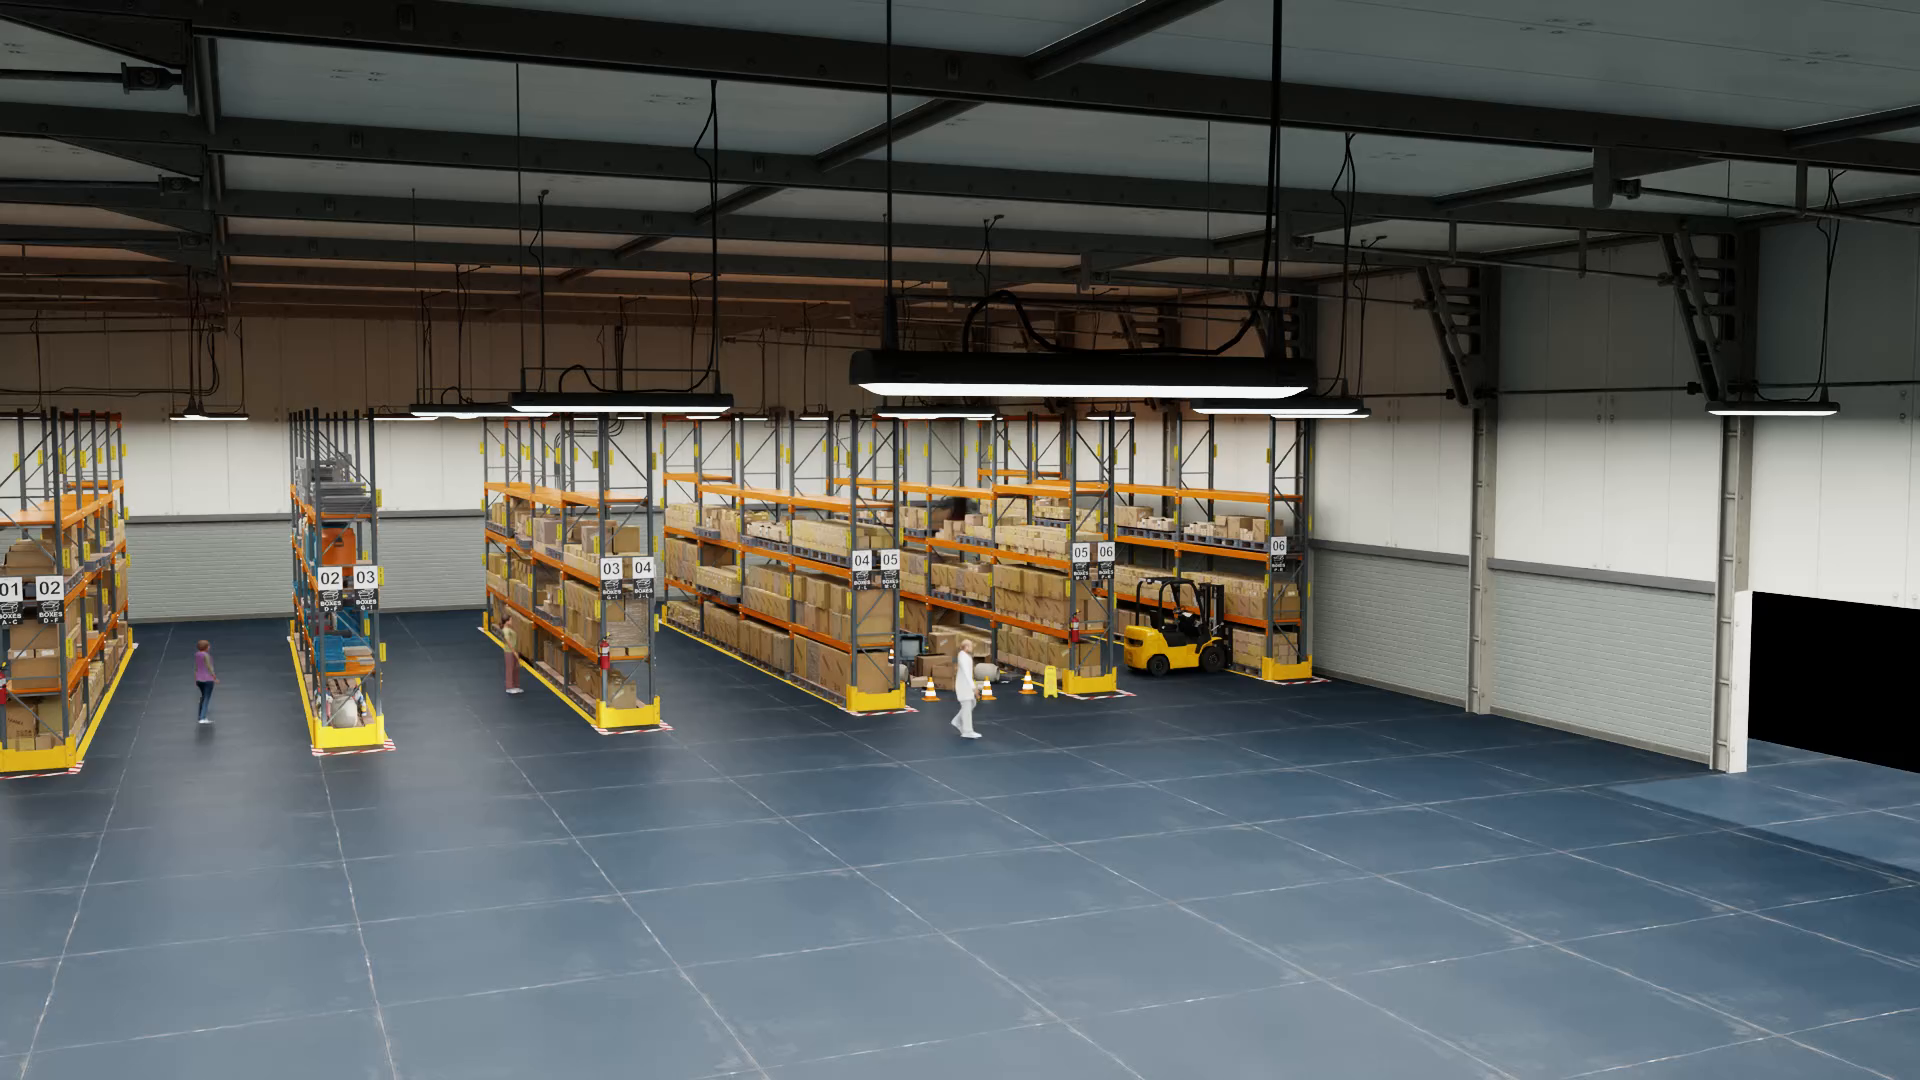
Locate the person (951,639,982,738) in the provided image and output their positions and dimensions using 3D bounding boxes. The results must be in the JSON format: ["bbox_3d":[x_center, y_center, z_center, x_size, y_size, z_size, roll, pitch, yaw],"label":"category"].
[{"bbox_3d":[0.109,2.706,30.438,0.569,1.784,0.762,0,4,0],"label":"person"}]

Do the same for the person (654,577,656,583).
[{"bbox_3d":[-9.707,1.344,51.707,0.531,1.553,0.527,-1,4,-10],"label":"person"}]

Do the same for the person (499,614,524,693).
[{"bbox_3d":[-9.530,2.425,35.348,0.485,1.704,0.523,1,4,9],"label":"person"}]

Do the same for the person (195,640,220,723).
[{"bbox_3d":[-14.388,2.715,31.709,0.471,1.639,0.511,1,4,11],"label":"person"}]
